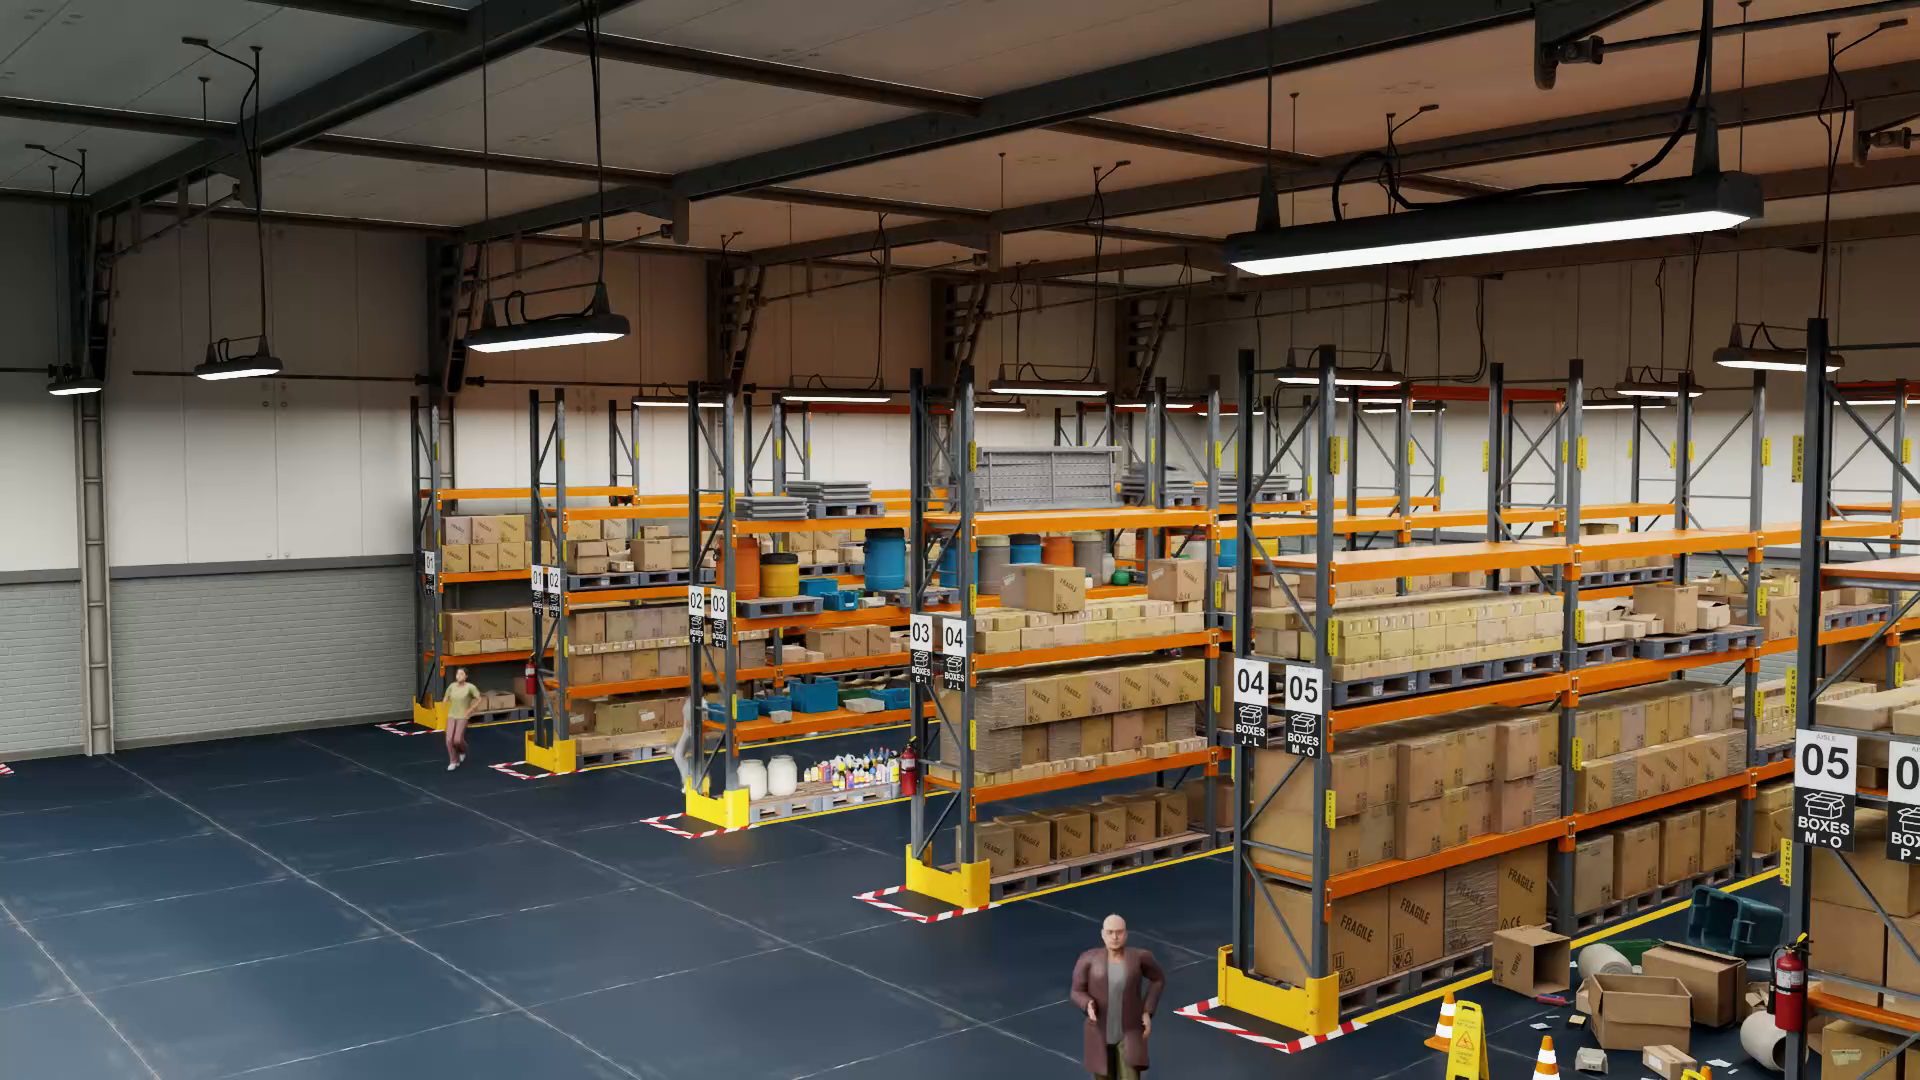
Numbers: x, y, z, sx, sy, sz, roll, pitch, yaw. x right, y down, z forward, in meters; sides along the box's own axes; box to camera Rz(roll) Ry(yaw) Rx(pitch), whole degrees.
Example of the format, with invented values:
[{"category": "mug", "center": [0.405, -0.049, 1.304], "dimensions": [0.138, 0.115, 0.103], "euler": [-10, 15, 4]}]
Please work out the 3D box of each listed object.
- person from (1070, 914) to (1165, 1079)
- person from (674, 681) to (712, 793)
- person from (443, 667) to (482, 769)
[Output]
[{"category": "person", "center": [1.121, 3.583, 11.920], "dimensions": [0.674, 1.778, 0.753], "euler": [1, 3, 9]}, {"category": "person", "center": [-3.926, 2.896, 24.513], "dimensions": [0.542, 1.694, 0.696], "euler": [2, 4, 31]}, {"category": "person", "center": [-7.897, 2.812, 26.309], "dimensions": [0.602, 1.621, 0.581], "euler": [0, 3, 8]}]
